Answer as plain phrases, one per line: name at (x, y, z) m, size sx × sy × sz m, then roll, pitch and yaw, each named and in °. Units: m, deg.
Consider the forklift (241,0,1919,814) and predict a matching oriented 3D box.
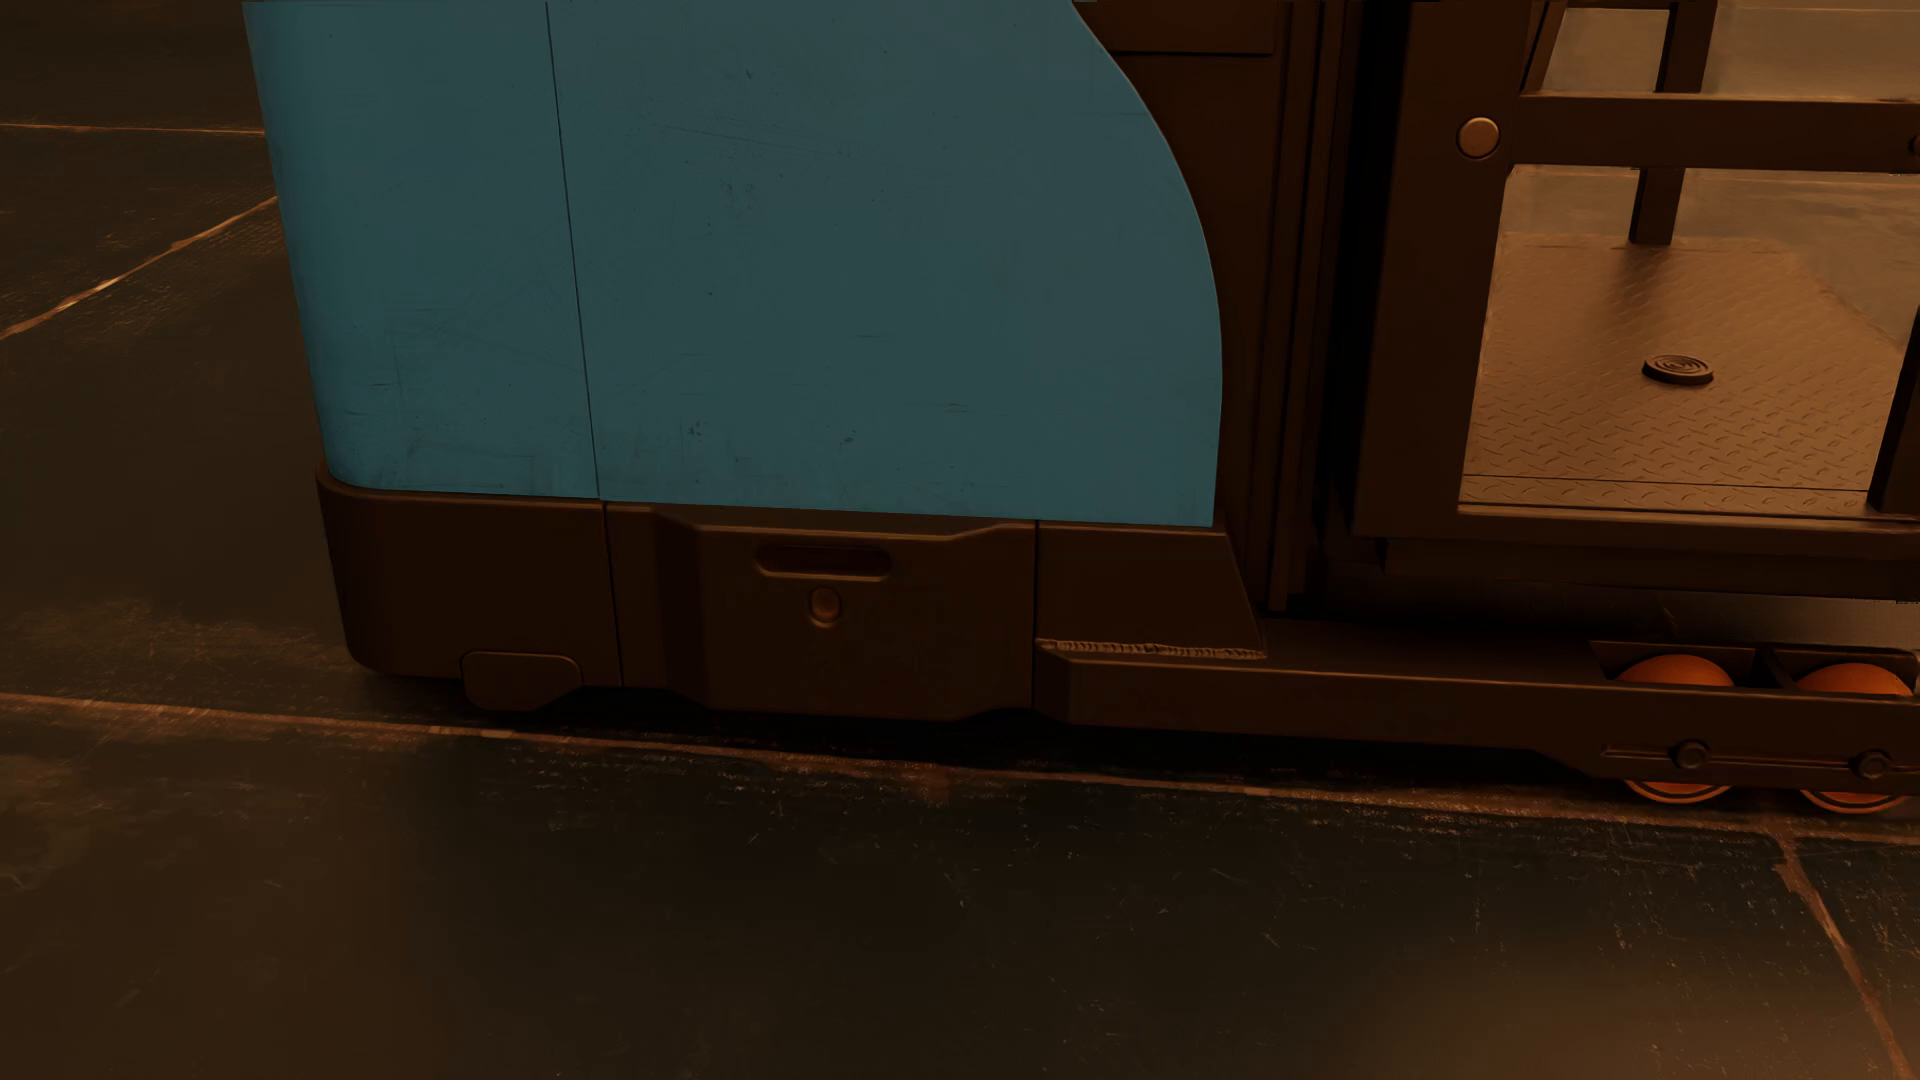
forklift at (0.780, -1.253, 1.728) m, size 3.031 × 2.935 × 1.130 m, roll 3°, pitch 27°, yaw 5°
